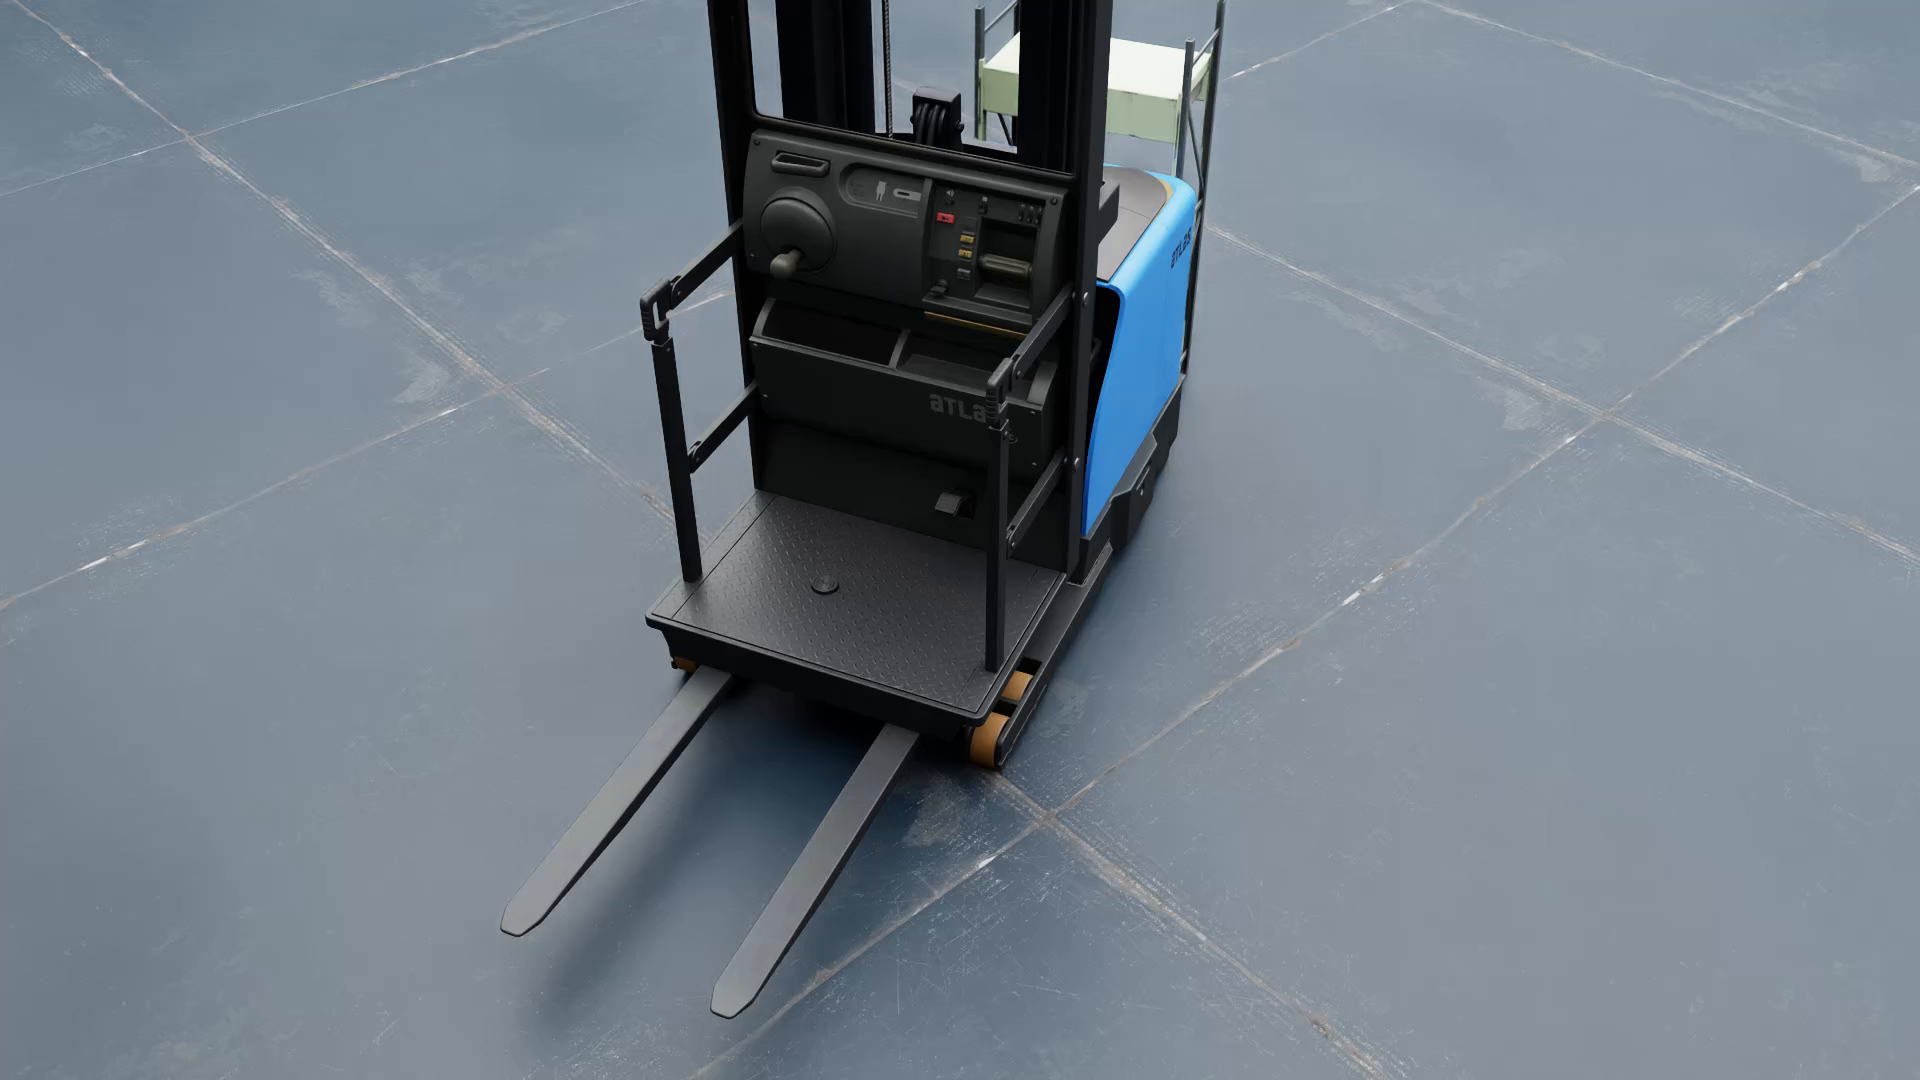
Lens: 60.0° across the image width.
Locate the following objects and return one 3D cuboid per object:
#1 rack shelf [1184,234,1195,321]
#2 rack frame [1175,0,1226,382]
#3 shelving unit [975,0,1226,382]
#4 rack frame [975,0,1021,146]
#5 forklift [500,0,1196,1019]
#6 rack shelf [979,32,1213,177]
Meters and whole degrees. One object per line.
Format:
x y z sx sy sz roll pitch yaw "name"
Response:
0.478 -0.971 6.277 0.720 0.370 0.431 15 41 18 "rack shelf"
0.815 -1.135 5.962 0.023 1.500 0.400 15 41 18 "rack frame"
0.478 -1.225 6.073 0.755 1.500 0.431 15 41 18 "shelving unit"
0.140 -1.314 6.183 0.023 1.500 0.400 15 41 18 "rack frame"
-0.251 -0.777 4.379 1.130 2.935 3.031 15 41 18 "forklift"
0.478 -1.528 5.827 0.720 0.370 0.431 15 41 18 "rack shelf"
